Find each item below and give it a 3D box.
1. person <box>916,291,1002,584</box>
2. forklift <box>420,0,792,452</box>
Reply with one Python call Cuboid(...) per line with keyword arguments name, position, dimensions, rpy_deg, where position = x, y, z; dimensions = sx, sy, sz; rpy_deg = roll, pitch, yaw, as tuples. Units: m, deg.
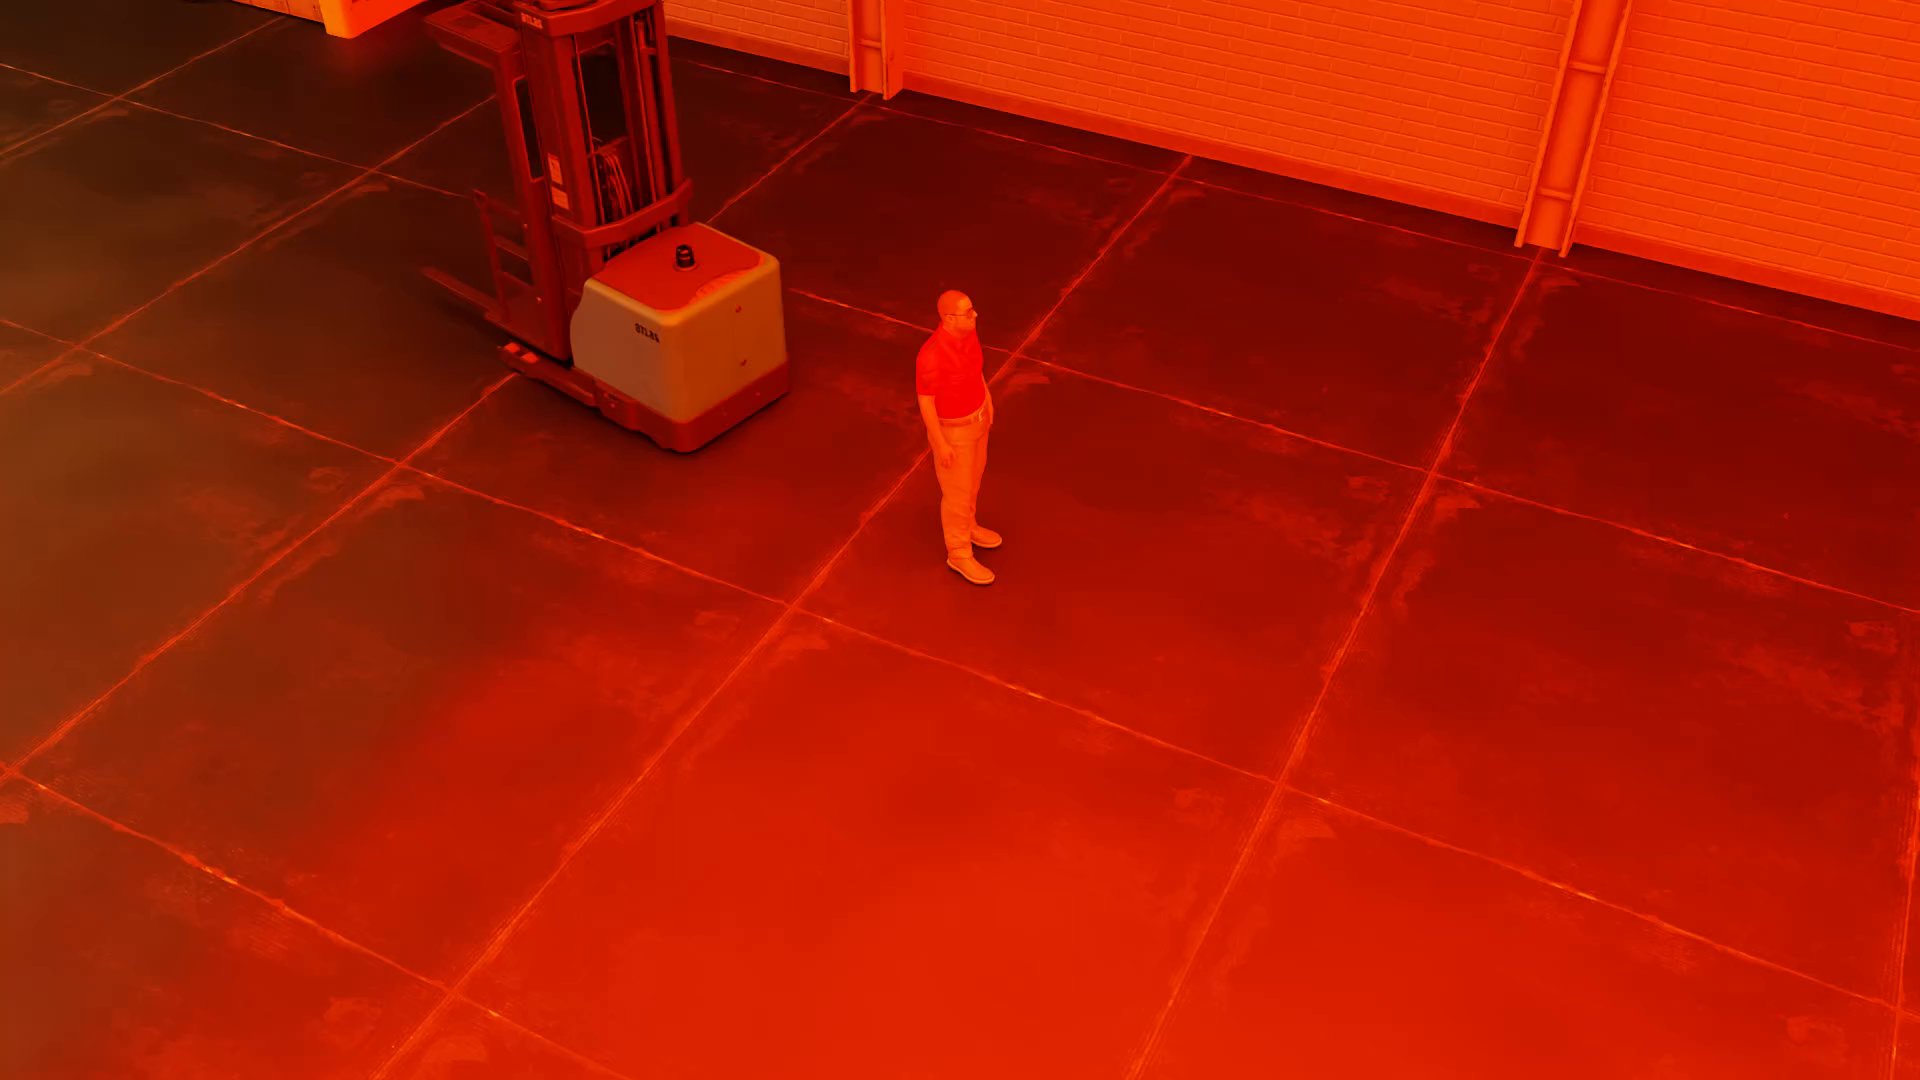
Cuboid(name="person", position=(0.075, -0.634, 9.660), dimensions=(0.550, 1.728, 0.641), rpy_deg=(18, 43, 21))
Cuboid(name="forklift", position=(-2.612, -2.491, 10.944), dimensions=(3.031, 2.935, 1.130), rpy_deg=(28, 48, 29))
